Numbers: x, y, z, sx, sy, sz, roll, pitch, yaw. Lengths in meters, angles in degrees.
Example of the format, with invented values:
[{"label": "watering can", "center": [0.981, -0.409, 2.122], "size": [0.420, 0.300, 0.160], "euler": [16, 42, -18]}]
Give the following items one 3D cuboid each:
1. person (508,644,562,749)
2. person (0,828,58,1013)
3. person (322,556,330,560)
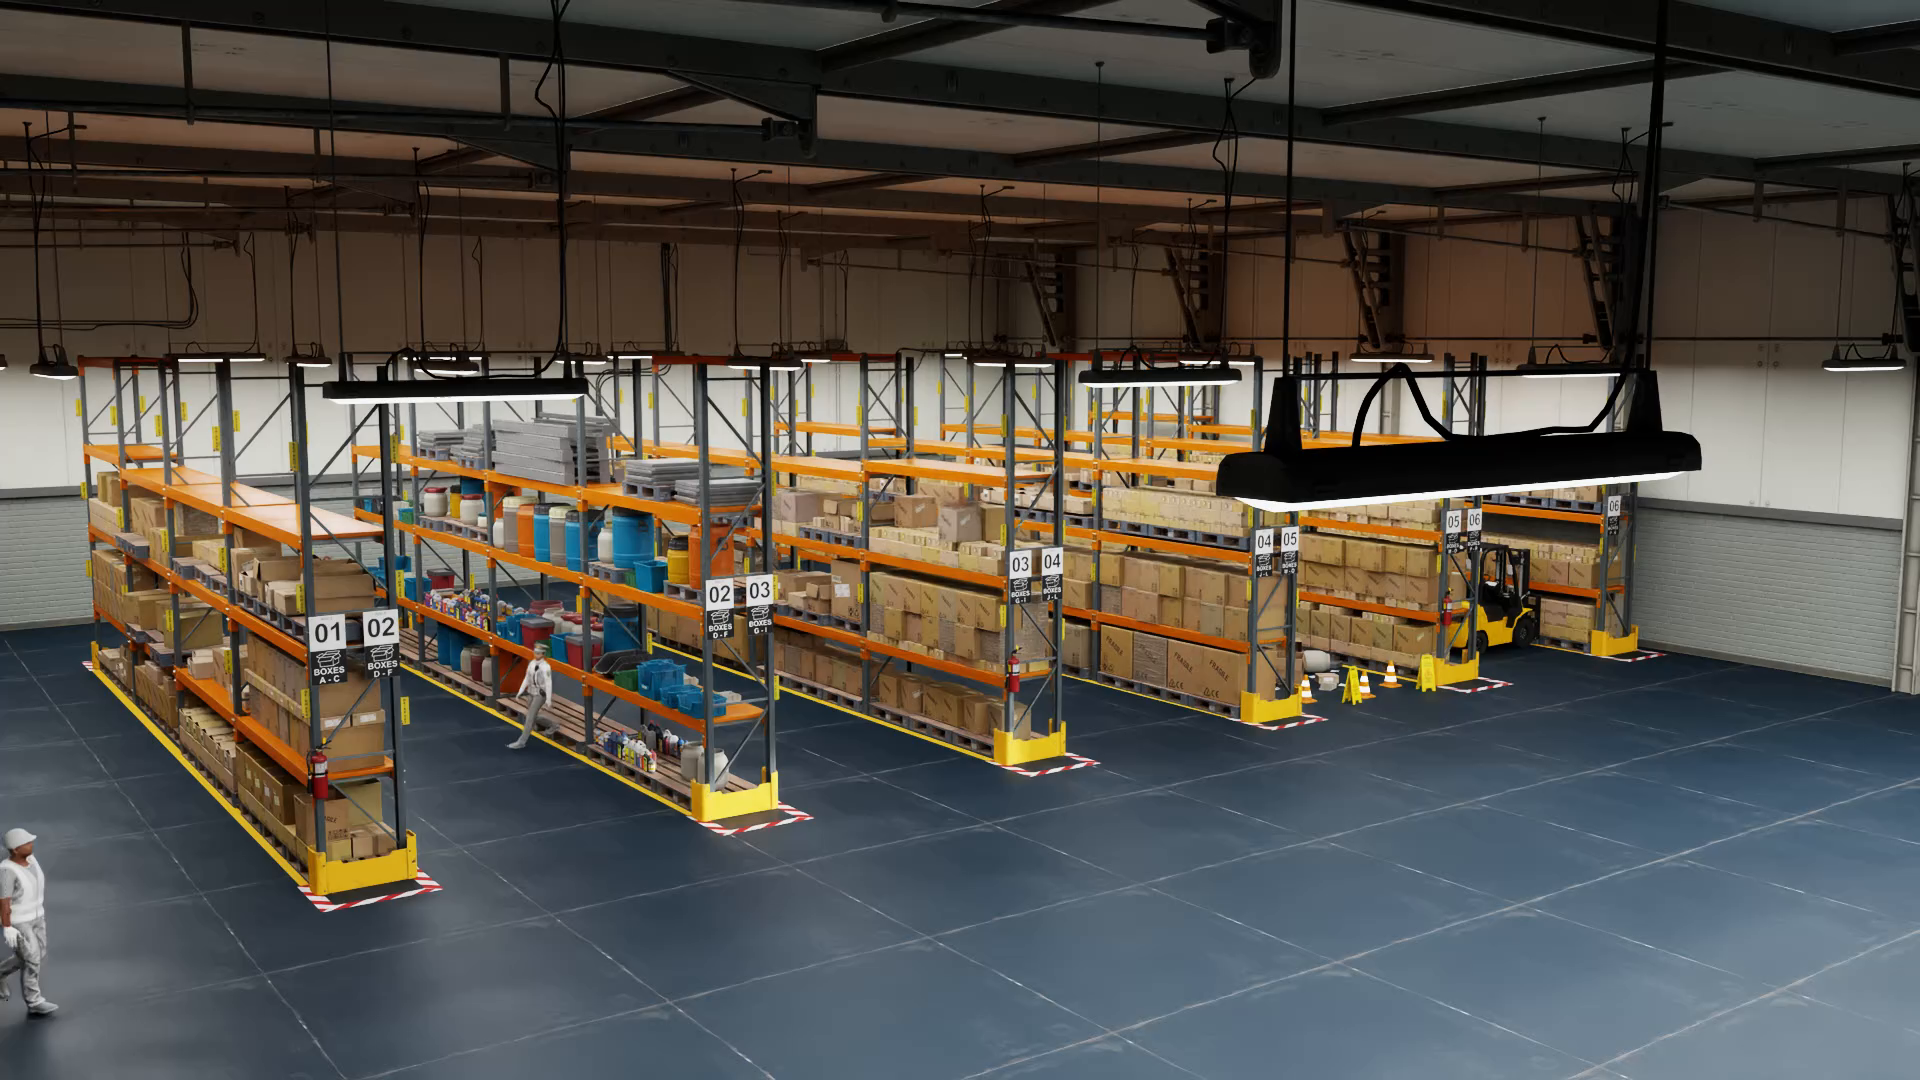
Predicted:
[{"label": "person", "center": [-6.550, 2.399, 25.724], "size": [0.898, 1.621, 0.541], "euler": [-7, 10, -44]}, {"label": "person", "center": [-8.864, 3.557, 15.610], "size": [0.789, 1.767, 0.564], "euler": [1, 7, 5]}, {"label": "person", "center": [-13.890, 1.113, 36.543], "size": [0.401, 1.549, 0.909], "euler": [-1, 7, -6]}]
